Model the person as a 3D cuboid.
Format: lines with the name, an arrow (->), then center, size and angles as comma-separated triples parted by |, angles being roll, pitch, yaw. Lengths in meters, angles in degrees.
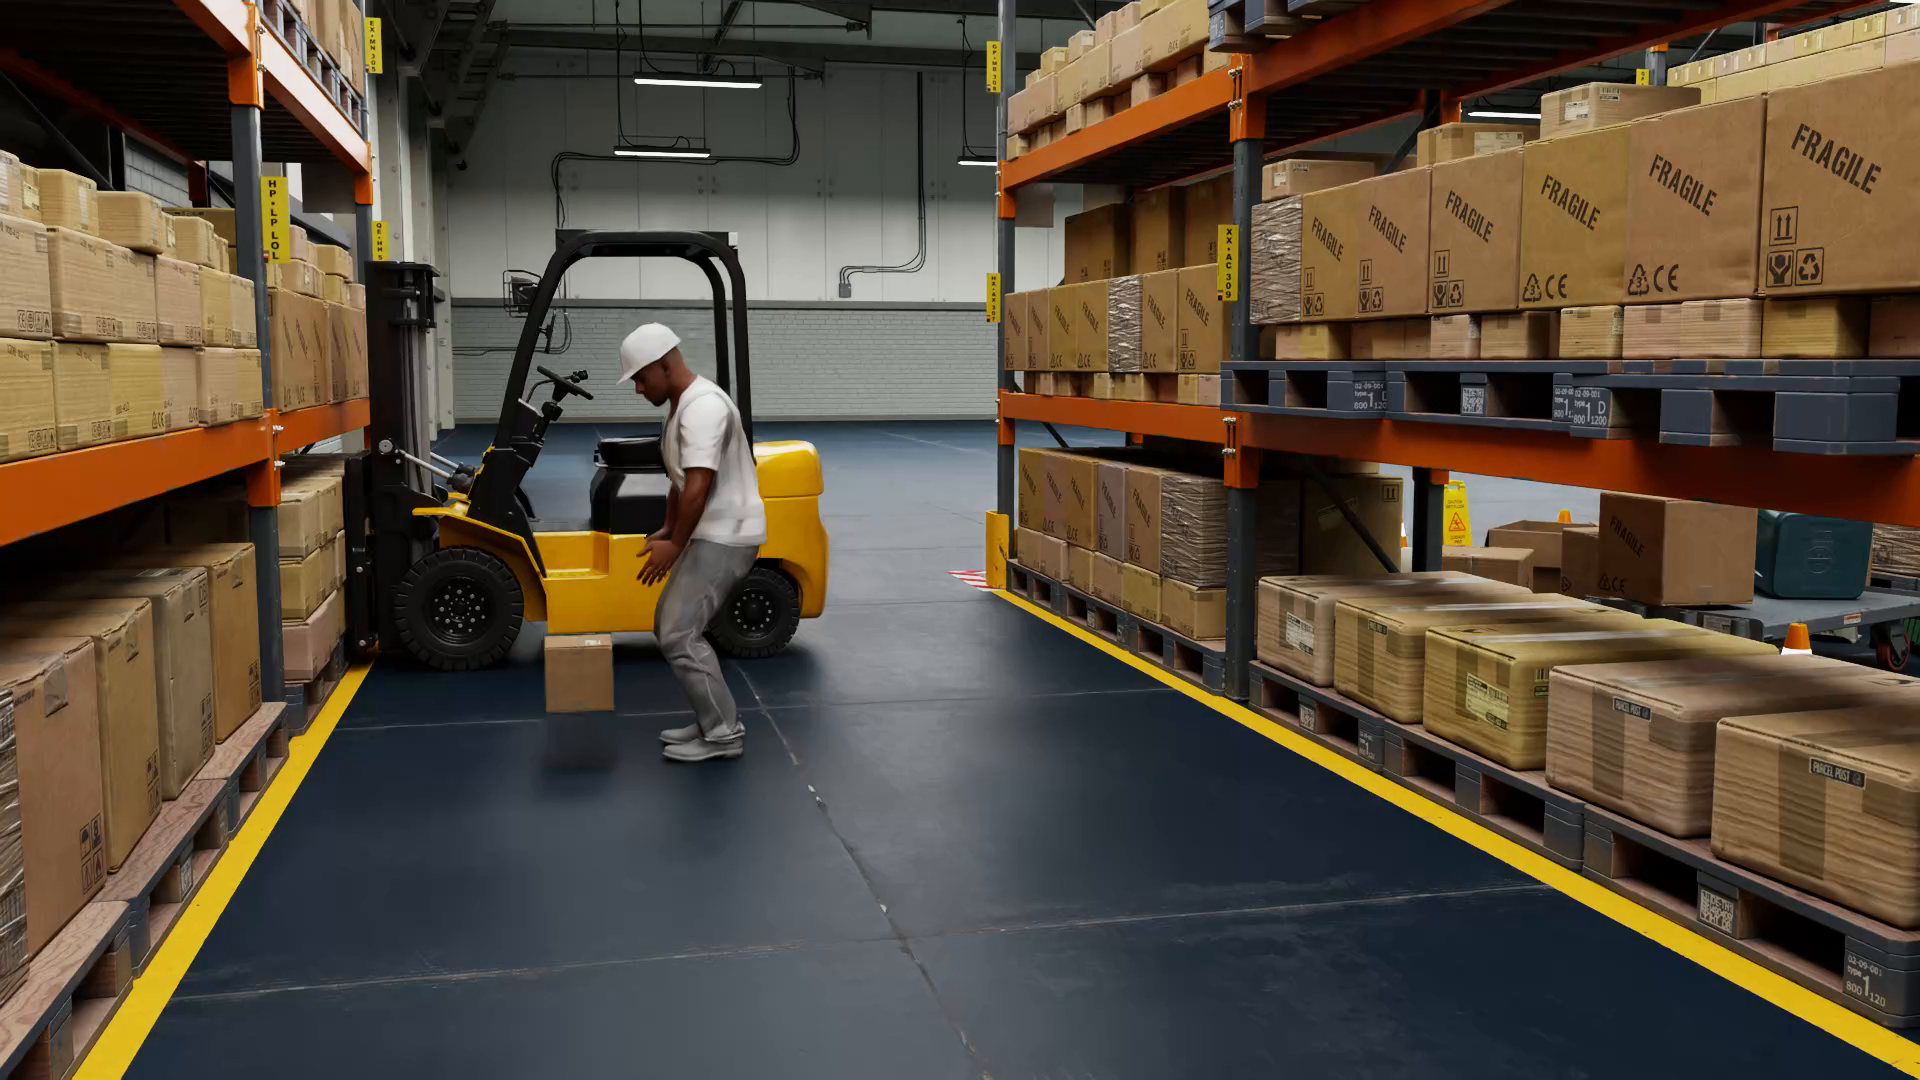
person -> -1.016, 0.005, 6.354 | 0.554, 1.651, 0.610 | -1, 6, -12
